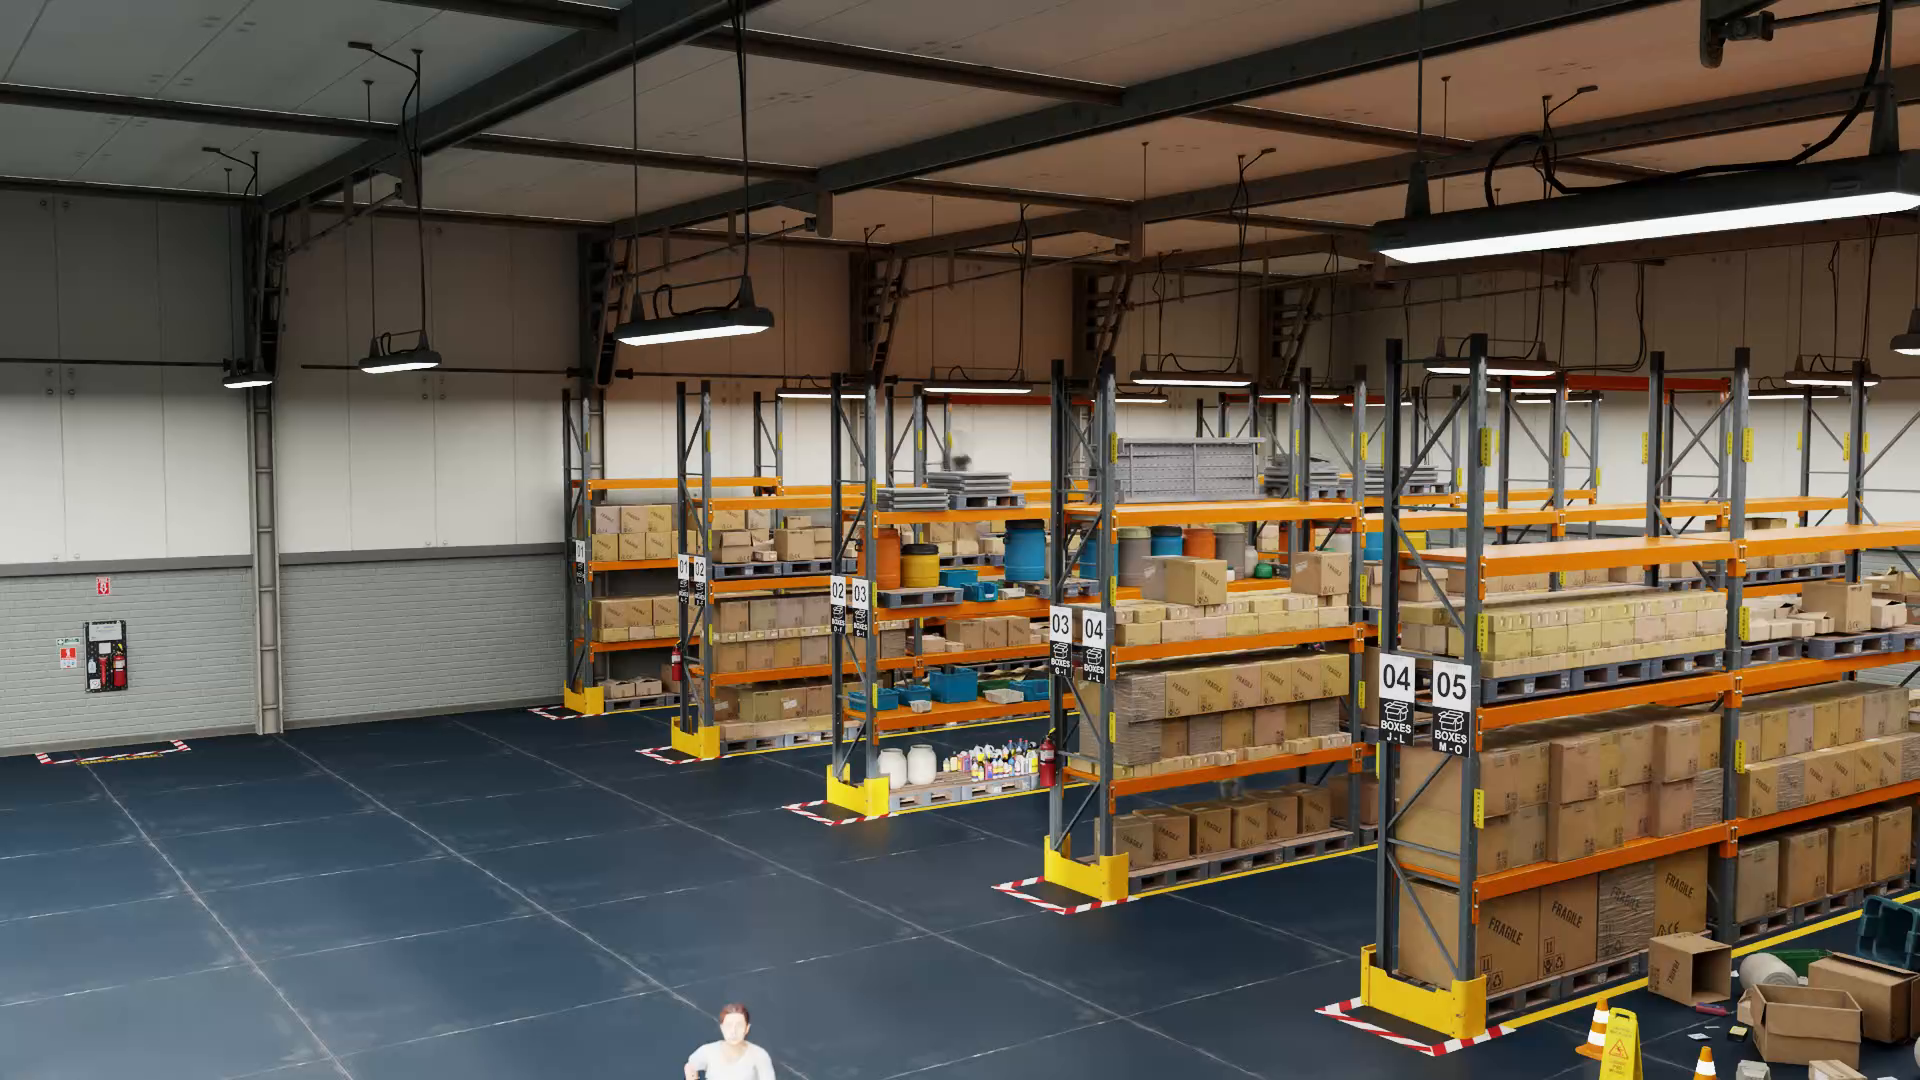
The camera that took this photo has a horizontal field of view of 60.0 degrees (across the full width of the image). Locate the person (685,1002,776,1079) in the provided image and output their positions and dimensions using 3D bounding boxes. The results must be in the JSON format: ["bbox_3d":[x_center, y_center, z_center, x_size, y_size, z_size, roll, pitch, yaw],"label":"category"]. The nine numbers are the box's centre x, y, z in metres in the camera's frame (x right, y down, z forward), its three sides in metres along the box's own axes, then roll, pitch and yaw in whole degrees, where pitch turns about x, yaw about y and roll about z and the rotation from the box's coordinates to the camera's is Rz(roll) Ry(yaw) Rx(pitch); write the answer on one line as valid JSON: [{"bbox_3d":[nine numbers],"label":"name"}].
[{"bbox_3d":[-1.398,3.673,10.175,0.545,1.703,0.676,-1,4,-10],"label":"person"}]

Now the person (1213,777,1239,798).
[{"bbox_3d":[3.682,2.857,22.614,0.687,1.706,0.645,3,5,43],"label":"person"}]

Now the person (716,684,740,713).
[{"bbox_3d":[-4.139,2.433,28.706,0.950,1.721,0.664,-3,5,-43],"label":"person"}]
